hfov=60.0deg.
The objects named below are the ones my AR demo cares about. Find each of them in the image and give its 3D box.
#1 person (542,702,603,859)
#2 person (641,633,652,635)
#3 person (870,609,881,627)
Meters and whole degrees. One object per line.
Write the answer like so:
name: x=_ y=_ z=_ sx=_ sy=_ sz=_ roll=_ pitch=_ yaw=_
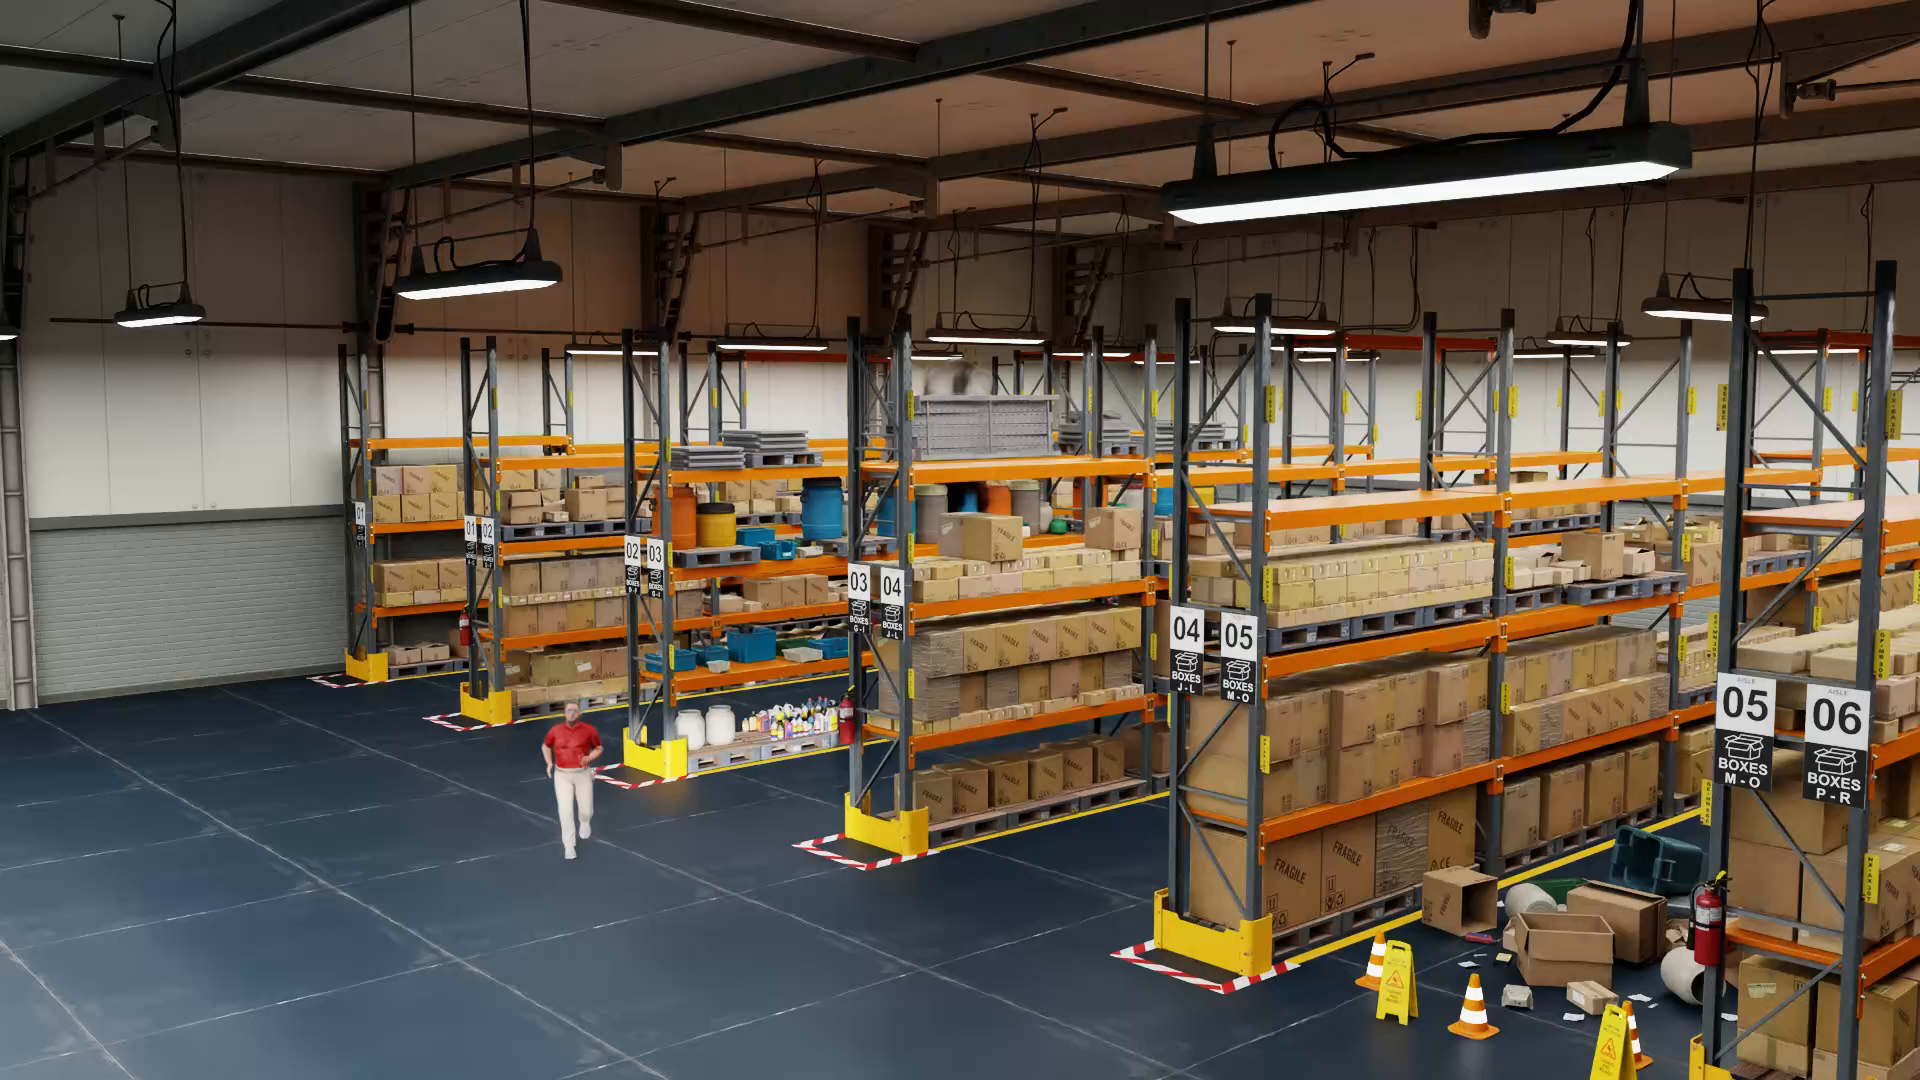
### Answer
person: x=-4.338 y=2.654 z=18.635 sx=0.676 sy=1.684 sz=0.855 roll=-1 pitch=5 yaw=-12
person: x=-5.686 y=1.576 z=29.892 sx=0.644 sy=1.783 sz=0.948 roll=5 pitch=7 yaw=42
person: x=-1.687 y=1.341 z=33.873 sx=0.802 sy=1.597 sz=0.525 roll=-4 pitch=7 yaw=-40
